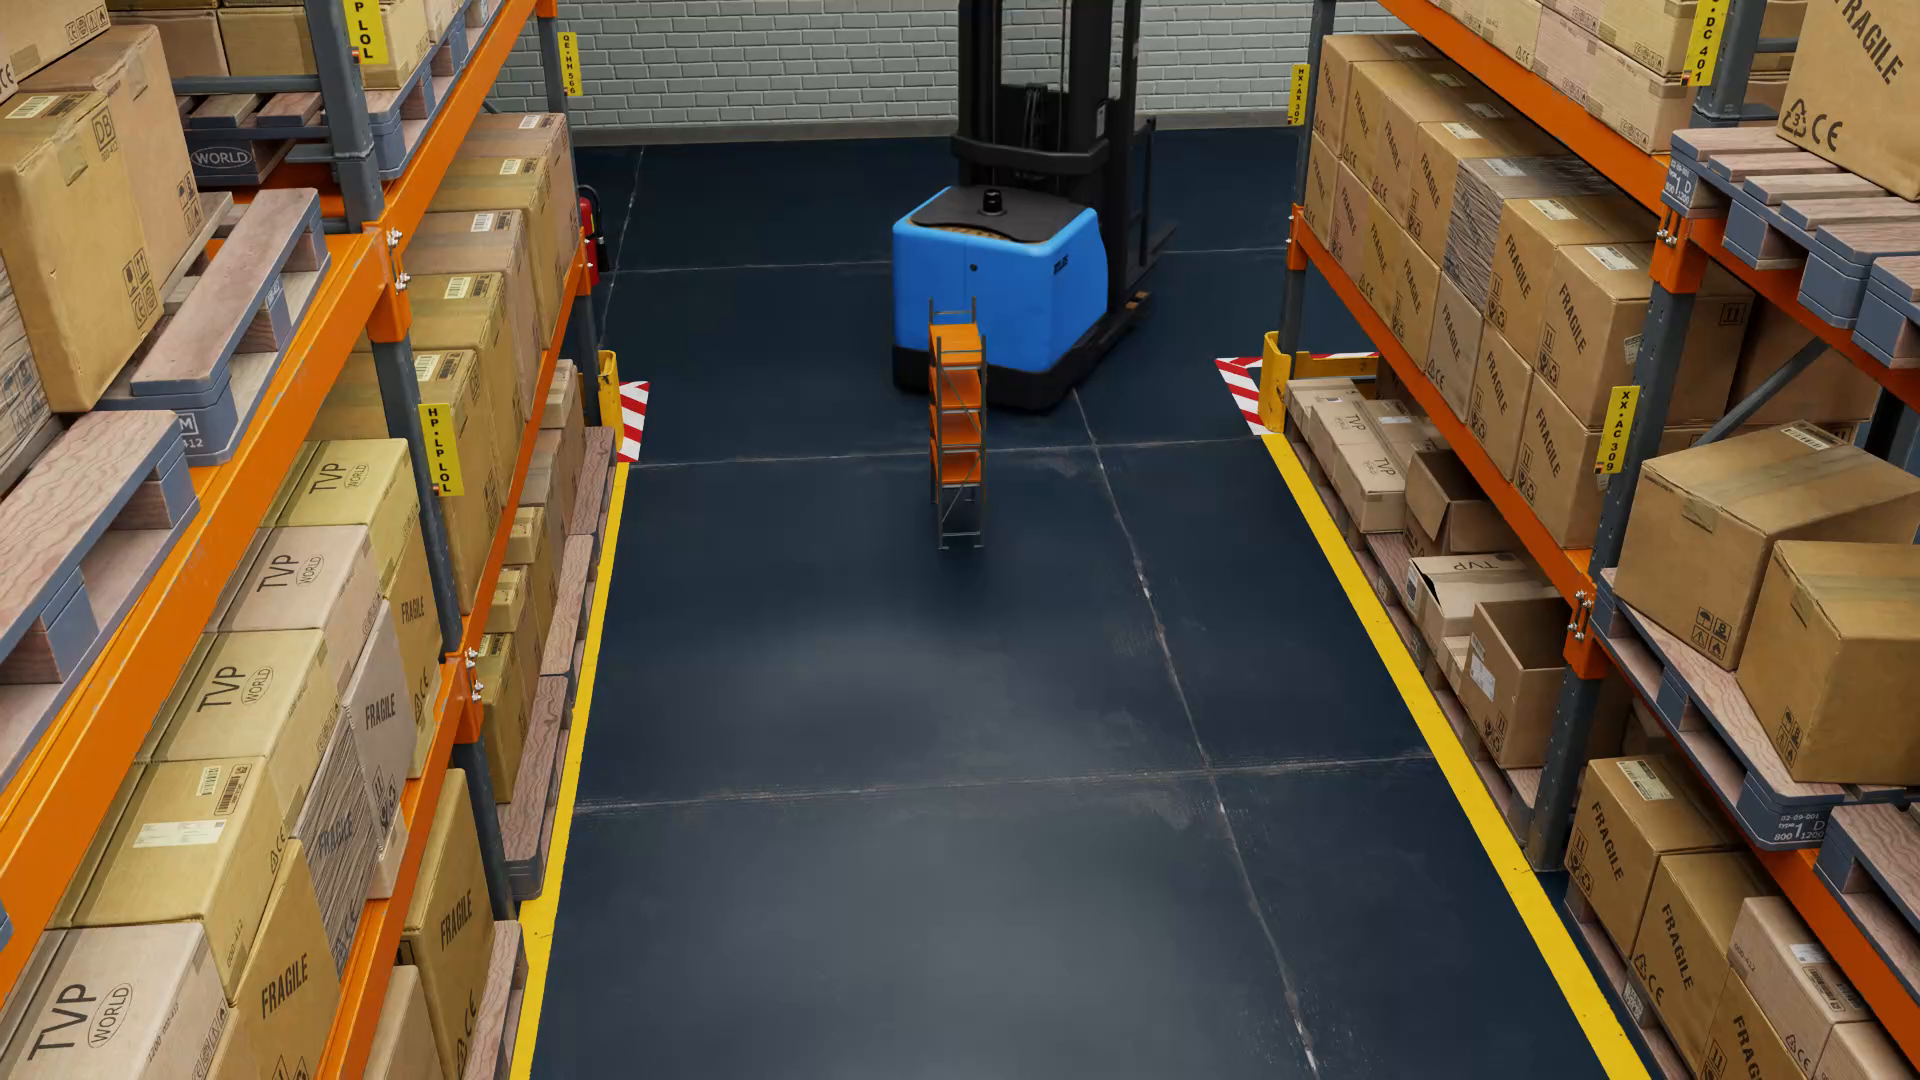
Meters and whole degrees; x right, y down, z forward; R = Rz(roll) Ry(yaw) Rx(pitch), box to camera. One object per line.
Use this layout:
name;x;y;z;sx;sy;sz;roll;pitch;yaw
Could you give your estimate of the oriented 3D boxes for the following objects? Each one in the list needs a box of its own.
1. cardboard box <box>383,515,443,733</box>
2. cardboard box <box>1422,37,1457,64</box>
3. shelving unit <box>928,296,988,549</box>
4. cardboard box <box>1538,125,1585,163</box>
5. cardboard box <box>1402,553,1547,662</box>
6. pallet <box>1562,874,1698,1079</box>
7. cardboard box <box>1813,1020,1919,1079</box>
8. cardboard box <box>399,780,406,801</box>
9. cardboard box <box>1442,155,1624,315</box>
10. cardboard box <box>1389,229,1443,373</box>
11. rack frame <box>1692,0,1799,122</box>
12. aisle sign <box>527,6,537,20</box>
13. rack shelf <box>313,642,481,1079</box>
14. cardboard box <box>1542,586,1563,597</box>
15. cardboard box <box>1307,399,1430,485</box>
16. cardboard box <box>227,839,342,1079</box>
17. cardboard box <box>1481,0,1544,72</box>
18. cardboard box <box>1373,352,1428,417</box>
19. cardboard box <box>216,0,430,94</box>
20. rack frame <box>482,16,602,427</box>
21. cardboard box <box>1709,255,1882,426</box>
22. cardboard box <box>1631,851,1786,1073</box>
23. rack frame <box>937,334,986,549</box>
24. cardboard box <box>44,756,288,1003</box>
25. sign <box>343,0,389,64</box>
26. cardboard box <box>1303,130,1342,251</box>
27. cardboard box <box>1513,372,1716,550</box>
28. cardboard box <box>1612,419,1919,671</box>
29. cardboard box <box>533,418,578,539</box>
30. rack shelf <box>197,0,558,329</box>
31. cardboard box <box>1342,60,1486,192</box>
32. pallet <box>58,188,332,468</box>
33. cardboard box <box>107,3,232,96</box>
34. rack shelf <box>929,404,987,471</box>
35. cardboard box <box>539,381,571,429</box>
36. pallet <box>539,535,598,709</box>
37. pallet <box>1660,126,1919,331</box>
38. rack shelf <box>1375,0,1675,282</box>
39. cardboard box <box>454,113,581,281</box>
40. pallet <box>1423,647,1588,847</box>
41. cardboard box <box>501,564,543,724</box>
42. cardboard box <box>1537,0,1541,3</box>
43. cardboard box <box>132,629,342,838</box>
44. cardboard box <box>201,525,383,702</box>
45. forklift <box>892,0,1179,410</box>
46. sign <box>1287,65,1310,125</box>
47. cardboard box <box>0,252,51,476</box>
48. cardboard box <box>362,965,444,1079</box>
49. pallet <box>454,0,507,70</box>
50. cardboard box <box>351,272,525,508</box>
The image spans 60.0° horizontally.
cardboard box;-1.884;0.257;4.988;0.500;0.500;0.500;-3;31;-5
cardboard box;2.696;-2.327;8.649;0.500;0.500;0.500;-3;31;-5
shelving unit;-0.015;-0.600;8.584;0.258;1.200;0.503;-3;31;-5
cardboard box;2.845;-1.543;7.335;0.500;0.500;0.500;-2;31;-3
cardboard box;2.348;0.278;7.552;0.500;0.311;0.500;-3;31;-5
pallet;2.868;1.584;5.893;1.003;0.211;1.213;-3;31;-5
cardboard box;2.697;1.561;4.489;0.500;0.250;0.500;-3;31;-6
cardboard box;-1.838;0.733;4.824;0.380;0.149;0.250;-2;31;-3
cardboard box;2.351;-1.264;6.868;0.500;0.500;0.500;-3;31;-4
cardboard box;2.302;-1.098;7.566;0.500;0.500;0.500;-2;31;-4
rack frame;2.754;-2.602;4.332;1.000;3.000;0.127;-3;31;-5
aisle sign;-2.260;-2.997;8.307;0.394;0.787;0.004;-3;31;-5
rack shelf;-1.991;1.542;3.944;1.077;0.370;4.000;-3;31;-5
cardboard box;2.839;0.335;7.598;0.380;0.166;0.250;-3;31;-5
cardboard box;2.195;-0.531;8.966;0.500;0.250;0.500;-3;31;-5
cardboard box;-1.736;1.028;3.696;0.500;0.500;0.500;-2;31;-3
cardboard box;2.352;-1.997;6.388;0.500;0.250;0.500;-3;31;-5
cardboard box;2.676;-0.919;9.372;0.500;0.500;0.500;-3;31;-5
cardboard box;-1.980;-1.600;5.217;0.500;0.250;0.500;-3;31;-5
rack frame;-2.551;-1.830;8.888;1.000;3.000;0.127;-3;31;-5
cardboard box;2.990;-0.753;6.013;0.500;0.500;0.500;-2;31;-3
cardboard box;2.617;1.388;5.510;0.500;0.500;0.500;-2;31;-4
rack frame;0.007;-0.475;8.375;0.240;1.200;0.015;-3;31;-5
cardboard box;-1.745;0.719;3.482;0.500;0.250;0.500;-3;31;-6
sign;-1.638;-1.464;4.539;0.100;0.325;0.005;-3;31;-5
cardboard box;2.159;-1.873;8.863;0.500;0.500;0.500;-2;31;-4
cardboard box;2.452;-0.313;6.251;0.500;0.500;0.500;-2;31;-4
cardboard box;2.575;0.002;5.314;0.700;0.500;0.500;-13;33;-21
cardboard box;-2.340;-0.329;8.404;0.700;0.500;0.500;-3;31;-5
rack shelf;-2.365;-1.788;6.594;1.077;0.370;4.000;-3;31;-5
cardboard box;2.215;-2.036;8.160;0.500;0.500;0.500;-2;31;-4
pallet;-2.043;-0.528;3.970;0.805;0.209;1.217;-4;31;-7
cardboard box;-2.475;-1.572;5.172;0.500;0.250;0.500;-2;31;-4
rack shelf;-0.015;-0.542;8.618;0.258;0.148;0.480;-3;31;-5
cardboard box;-2.168;-0.676;8.352;0.380;0.149;0.250;-2;31;-3
pallet;-2.288;0.393;7.886;1.003;0.211;1.213;-3;31;-5
pallet;2.745;-0.898;4.586;1.213;0.211;1.003;-3;31;-5
rack shelf;2.567;-2.027;6.995;1.077;0.370;4.000;-3;31;-5
cardboard box;-2.494;-1.699;8.376;0.980;0.700;0.700;-1;31;-2
pallet;2.691;0.820;7.172;1.003;0.211;1.213;-3;31;-5
cardboard box;-2.189;0.462;7.080;0.700;0.500;0.500;-3;31;-5
cardboard box;2.350;-2.211;6.260;0.500;0.250;0.500;-3;31;-5
cardboard box;-1.794;0.459;3.918;0.500;0.250;0.500;-2;31;-4
cardboard box;-1.841;0.199;4.354;0.500;0.250;0.500;-2;31;-4
forklift;0.663;-2.772;10.533;1.130;2.935;3.031;13;33;21
sign;1.840;-2.415;9.023;0.100;0.325;0.005;-3;31;-5
cardboard box;-2.106;-0.313;2.897;0.700;0.500;0.500;-3;31;-5
cardboard box;-1.902;1.734;4.608;0.750;0.750;0.750;-2;31;-3
pallet;-2.355;-2.077;6.464;1.003;0.211;1.213;-3;31;-5
cardboard box;-2.275;-0.567;6.482;0.980;0.700;0.700;-4;31;-6
